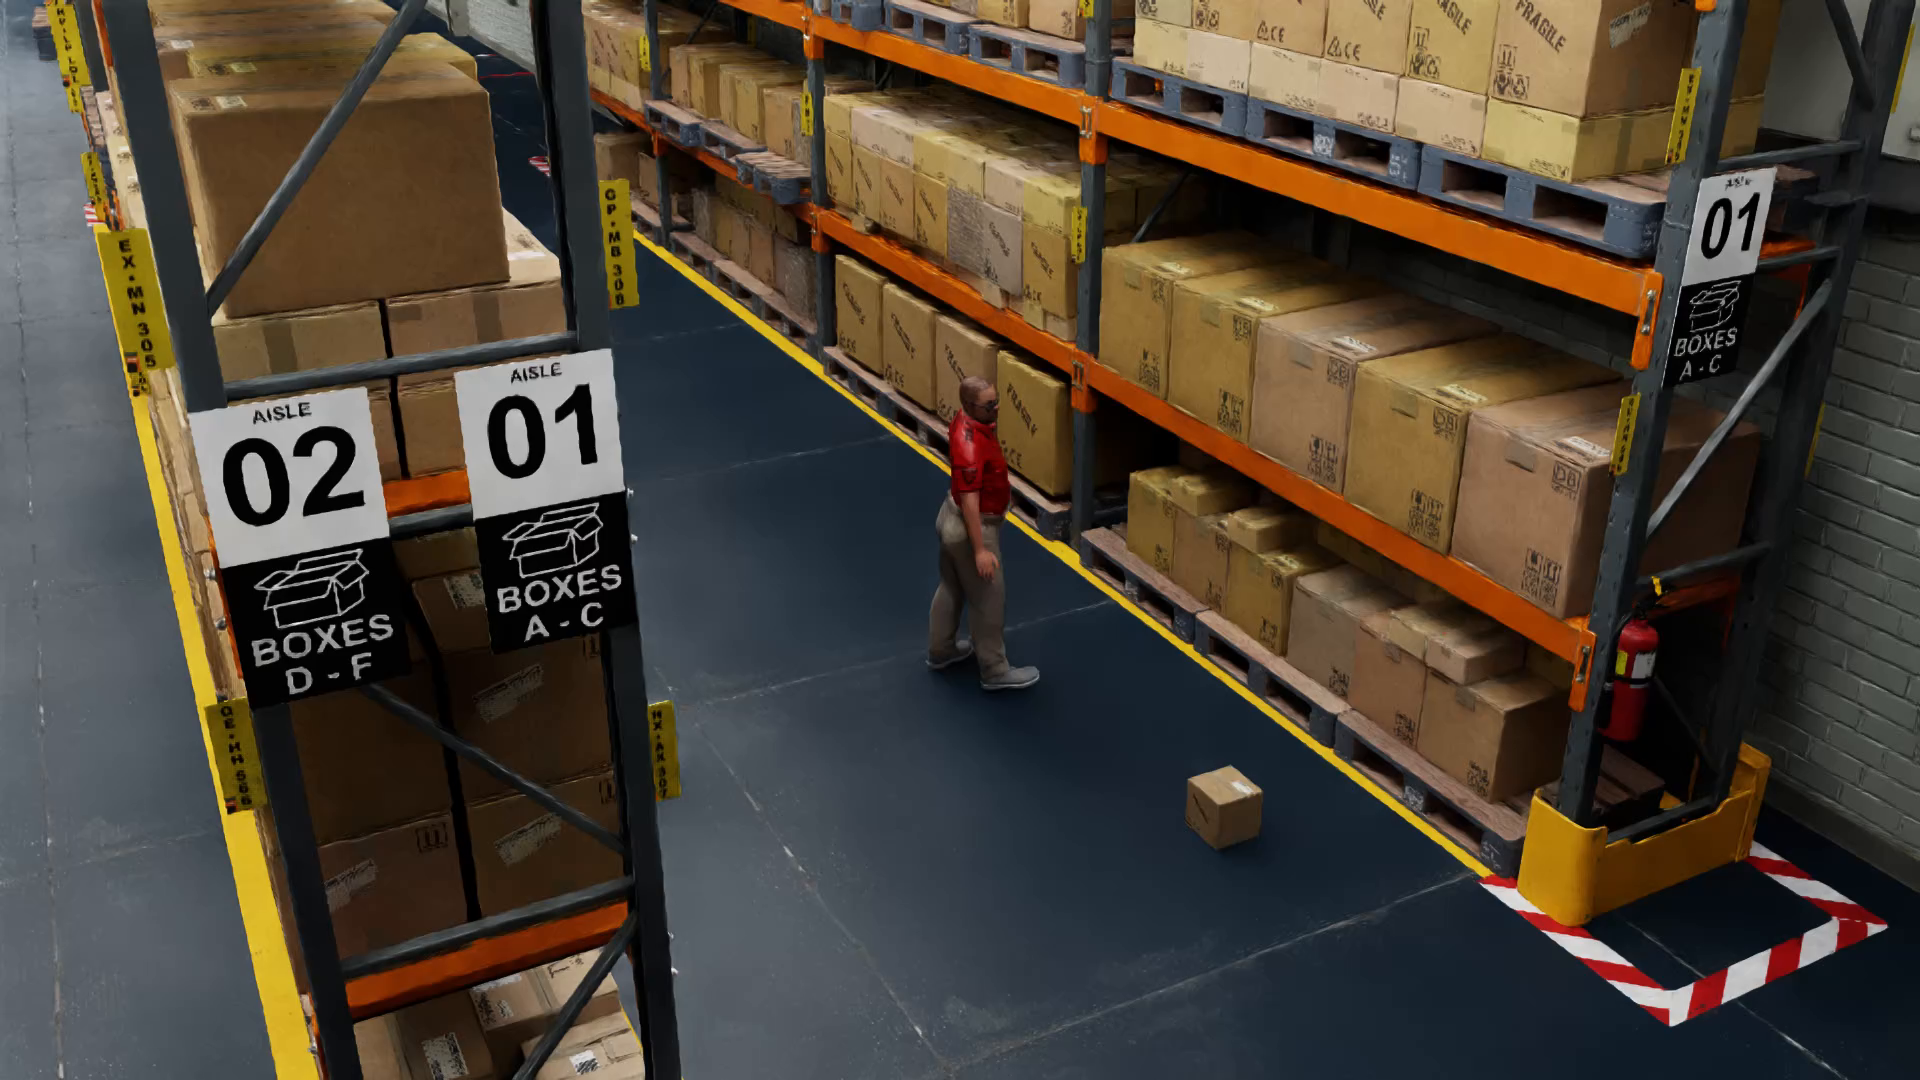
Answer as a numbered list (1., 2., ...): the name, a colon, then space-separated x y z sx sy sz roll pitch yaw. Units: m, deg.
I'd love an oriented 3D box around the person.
1. person: 0.127 -0.041 8.662 0.585 1.724 0.652 -4 26 -8
